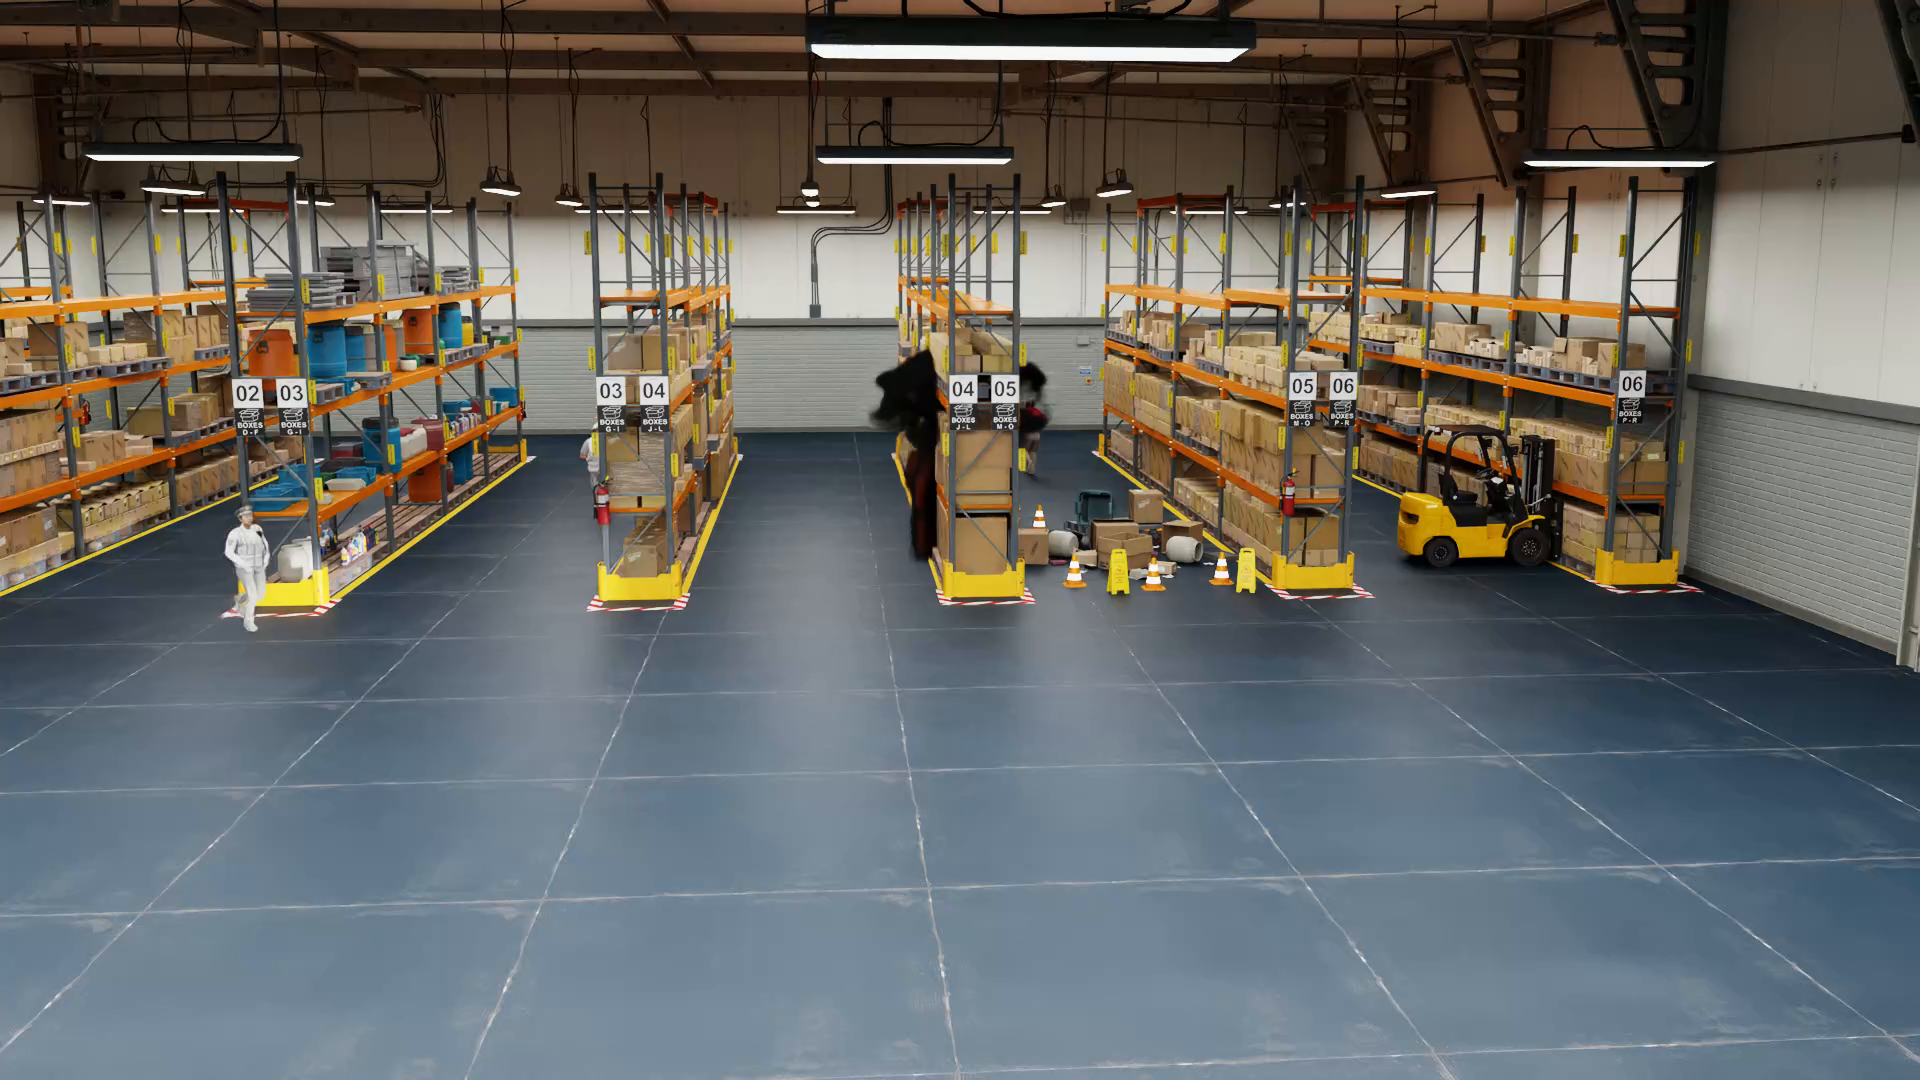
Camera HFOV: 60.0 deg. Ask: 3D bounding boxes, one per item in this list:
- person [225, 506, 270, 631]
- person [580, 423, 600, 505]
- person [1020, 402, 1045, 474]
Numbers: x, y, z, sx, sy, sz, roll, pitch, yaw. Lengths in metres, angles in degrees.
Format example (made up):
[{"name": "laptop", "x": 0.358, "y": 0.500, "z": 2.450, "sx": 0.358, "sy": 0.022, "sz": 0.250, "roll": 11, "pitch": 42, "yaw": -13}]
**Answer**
[{"name": "person", "x": -9.392, "y": 0.363, "z": 21.975, "sx": 0.570, "sy": 1.672, "sz": 0.641, "roll": 7, "pitch": 12, "yaw": 35}, {"name": "person", "x": -6.630, "y": -1.298, "z": 30.560, "sx": 0.683, "sy": 1.709, "sz": 0.788, "roll": -2, "pitch": 10, "yaw": -10}, {"name": "person", "x": 1.576, "y": -2.273, "z": 36.917, "sx": 0.629, "sy": 1.631, "sz": 0.500, "roll": -5, "pitch": 11, "yaw": -25}]
